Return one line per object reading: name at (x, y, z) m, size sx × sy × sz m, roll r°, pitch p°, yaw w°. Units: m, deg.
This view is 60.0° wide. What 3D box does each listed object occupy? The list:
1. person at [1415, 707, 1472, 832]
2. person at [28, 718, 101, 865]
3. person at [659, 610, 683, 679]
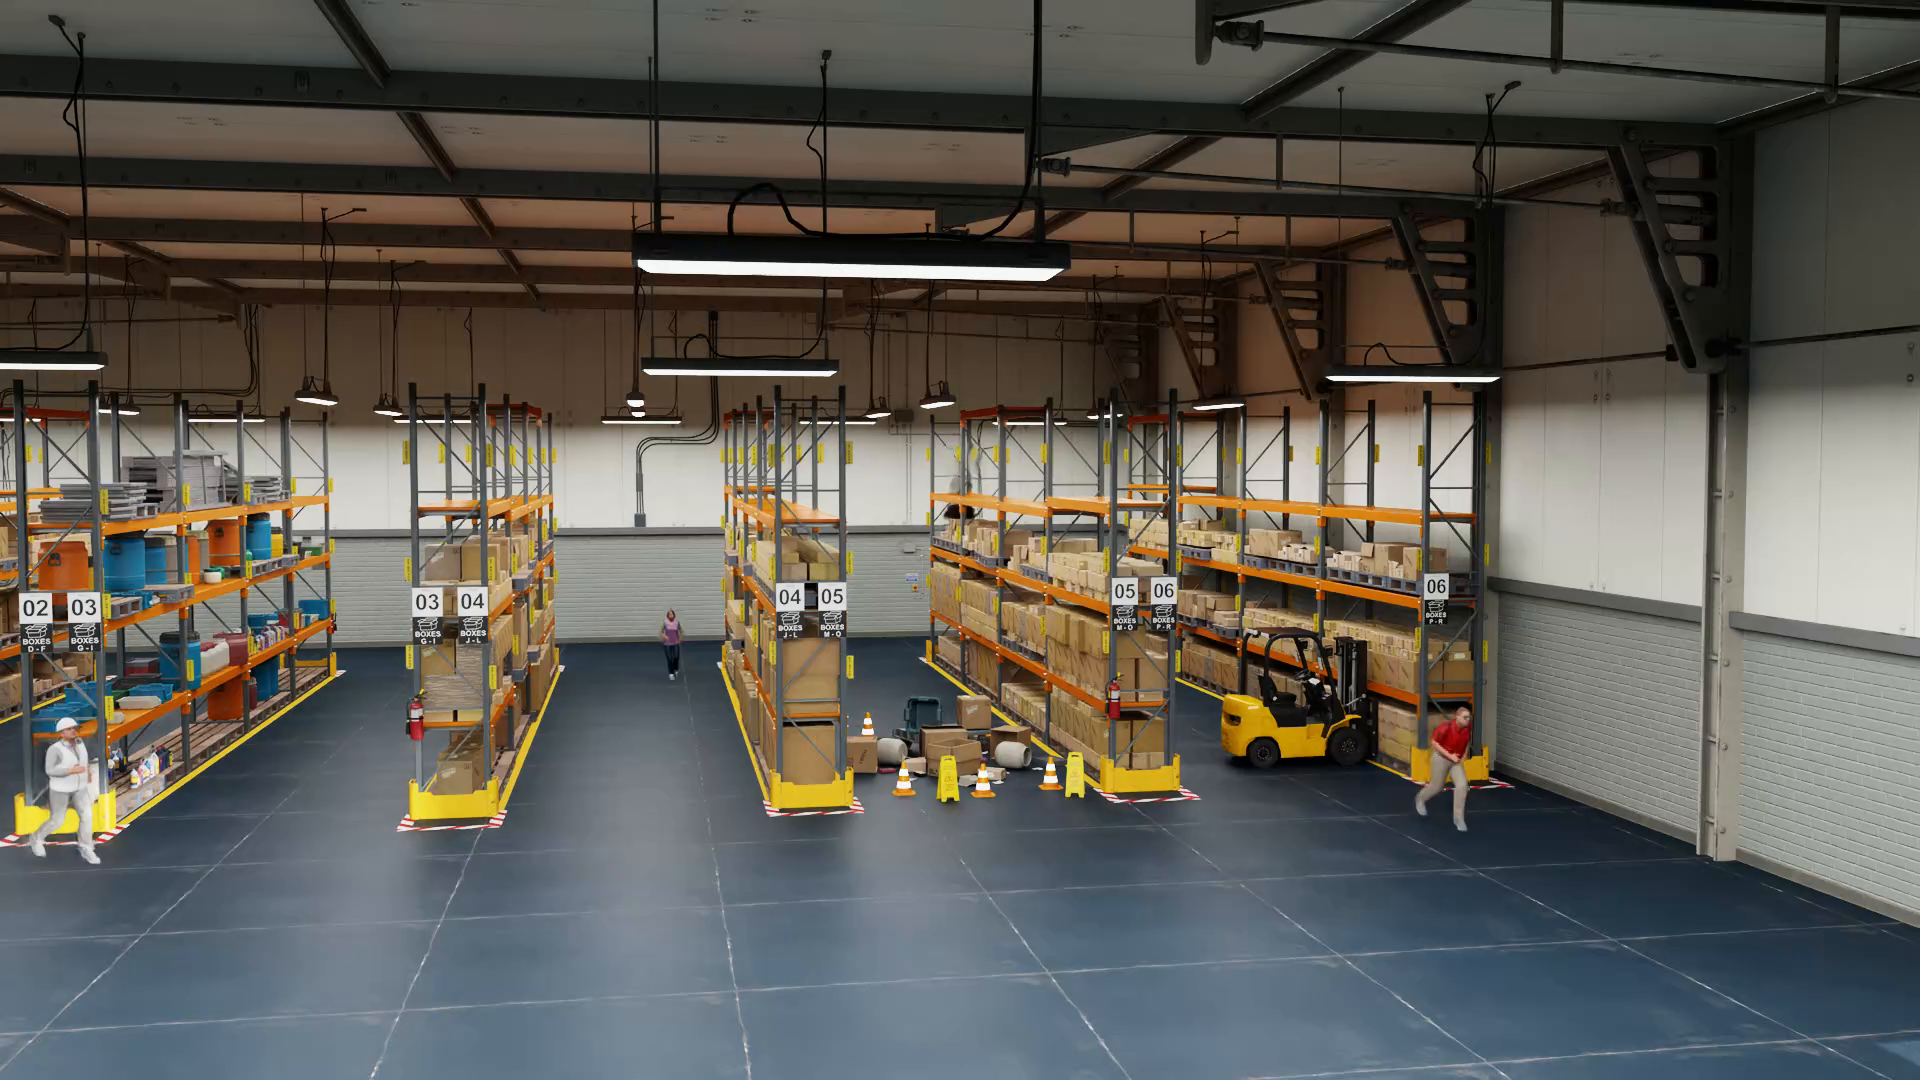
person at (6.572, 3.060, 22.594) m, size 0.703 × 1.694 × 1.020 m, roll -1°, pitch 3°, yaw -27°
person at (-11.006, 3.076, 20.472) m, size 0.958 × 1.804 × 0.665 m, roll 1°, pitch 3°, yaw 25°
person at (-6.431, 2.346, 37.061) m, size 0.539 × 1.543 × 0.570 m, roll -1°, pitch 3°, yaw -13°
